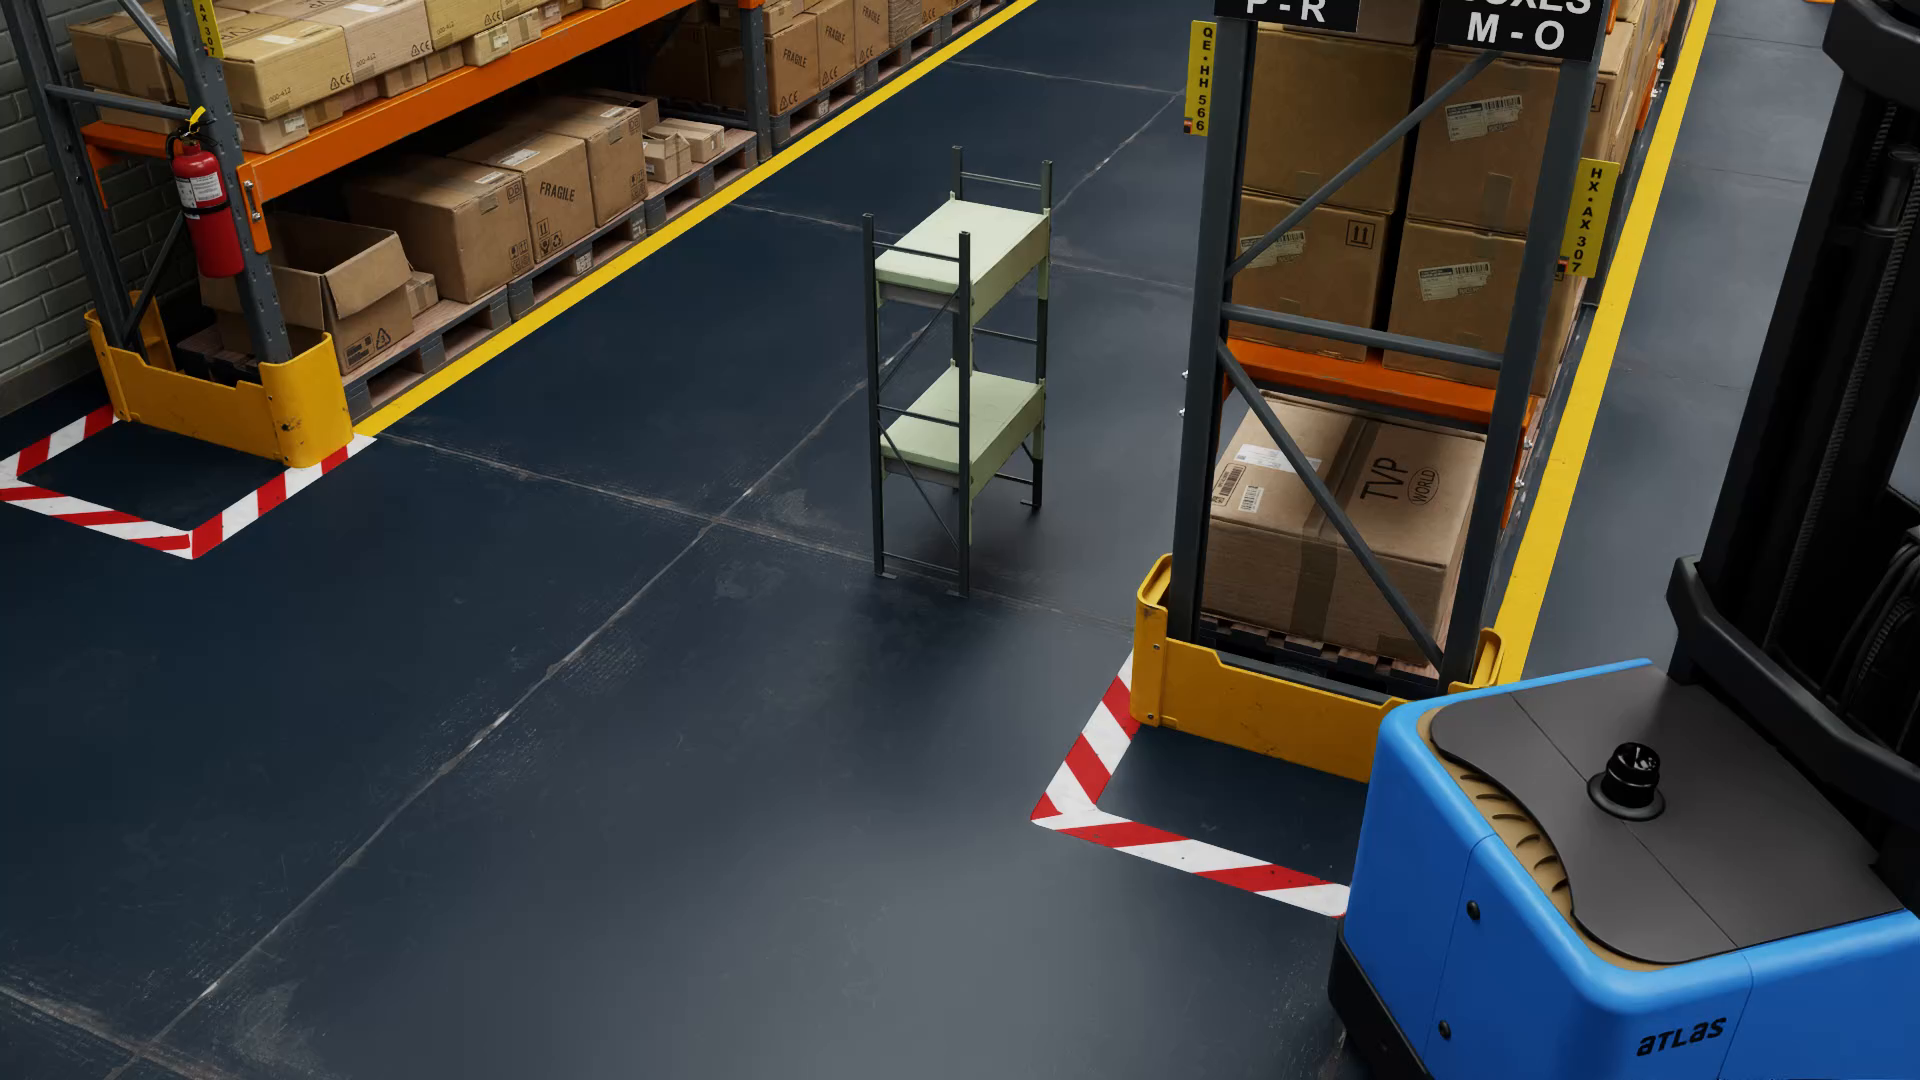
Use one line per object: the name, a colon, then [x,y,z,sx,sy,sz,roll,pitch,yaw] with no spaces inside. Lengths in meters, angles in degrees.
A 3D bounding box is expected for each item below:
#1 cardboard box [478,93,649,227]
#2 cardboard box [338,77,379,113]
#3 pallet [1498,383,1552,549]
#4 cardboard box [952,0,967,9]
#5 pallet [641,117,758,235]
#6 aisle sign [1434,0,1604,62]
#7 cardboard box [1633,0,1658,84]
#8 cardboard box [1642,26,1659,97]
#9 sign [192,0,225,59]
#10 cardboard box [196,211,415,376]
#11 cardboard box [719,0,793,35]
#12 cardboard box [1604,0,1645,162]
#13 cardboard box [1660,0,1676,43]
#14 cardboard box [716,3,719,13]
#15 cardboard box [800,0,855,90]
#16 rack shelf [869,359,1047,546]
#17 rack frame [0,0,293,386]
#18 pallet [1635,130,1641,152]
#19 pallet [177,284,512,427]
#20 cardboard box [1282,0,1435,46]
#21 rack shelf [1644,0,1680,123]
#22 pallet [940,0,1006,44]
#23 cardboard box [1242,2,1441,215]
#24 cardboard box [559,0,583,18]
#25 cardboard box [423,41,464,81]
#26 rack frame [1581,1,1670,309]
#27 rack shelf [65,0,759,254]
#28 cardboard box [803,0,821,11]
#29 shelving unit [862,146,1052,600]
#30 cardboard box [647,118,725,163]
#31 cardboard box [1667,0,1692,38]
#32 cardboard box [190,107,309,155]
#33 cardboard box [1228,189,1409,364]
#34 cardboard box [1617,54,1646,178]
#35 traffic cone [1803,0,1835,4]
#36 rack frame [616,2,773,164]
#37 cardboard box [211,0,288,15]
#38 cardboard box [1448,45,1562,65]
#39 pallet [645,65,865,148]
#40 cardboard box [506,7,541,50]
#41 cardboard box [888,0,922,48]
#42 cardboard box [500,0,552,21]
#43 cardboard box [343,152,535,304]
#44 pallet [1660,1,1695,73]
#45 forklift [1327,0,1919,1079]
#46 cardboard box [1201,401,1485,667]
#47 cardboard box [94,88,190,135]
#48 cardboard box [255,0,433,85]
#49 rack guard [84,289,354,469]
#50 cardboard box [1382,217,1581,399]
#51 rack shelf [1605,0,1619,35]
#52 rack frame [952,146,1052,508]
cardboard box: [-2.156,-2.082,9.086,0.700,0.500,0.500,13,35,19]
cardboard box: [-2.796,-2.006,7.303,0.380,0.149,0.250,14,36,20]
pallet: [1.960,-0.453,7.249,1.003,0.211,1.213,14,36,20]
cardboard box: [-0.179,-4.342,12.534,0.500,0.500,0.500,14,36,20]
pallet: [-1.940,-2.219,9.941,1.003,0.211,1.213,14,36,20]
aisle sign: [1.418,-1.582,4.057,0.394,0.787,0.004,14,36,20]
cardboard box: [2.270,-1.997,6.057,0.500,0.500,0.500,14,36,21]
cardboard box: [2.686,-2.085,7.102,0.500,0.500,0.500,13,36,19]
sign: [-2.833,-1.972,6.233,0.100,0.325,0.005,14,36,20]
cardboard box: [-2.984,-1.149,7.661,0.797,0.503,0.637,13,35,19]
cardboard box: [-1.260,-3.246,10.270,0.380,0.149,0.250,16,36,23]
cardboard box: [1.854,-1.490,5.284,0.500,0.500,0.500,13,35,19]
cardboard box: [3.282,-2.686,8.247,0.500,0.250,0.500,13,36,19]
cardboard box: [-1.655,-3.510,10.673,0.380,0.149,0.250,14,36,21]
cardboard box: [-1.031,-3.314,10.965,0.500,0.500,0.500,14,36,20]
rack shelf: [0.003,-0.358,6.523,0.431,0.370,0.720,14,36,20]
rack frame: [-3.326,-1.735,6.660,1.000,3.000,0.127,14,36,20]
pallet: [3.621,-2.435,10.271,1.003,0.211,1.213,14,36,20]
pallet: [-2.961,-1.003,8.088,1.003,0.211,1.213,14,36,20]
cardboard box: [1.153,-1.554,4.789,0.380,0.149,0.250,15,36,21]
rack shelf: [3.695,-3.285,9.681,1.077,0.370,4.000,14,36,20]
pallet: [-0.325,-4.190,12.947,1.003,0.211,1.213,14,36,20]
cardboard box: [1.170,-1.352,5.074,0.500,0.500,0.500,15,36,22]
cardboard box: [-2.157,-2.774,8.475,0.380,0.149,0.250,15,36,21]
cardboard box: [-2.529,-2.252,7.678,0.380,0.149,0.250,15,36,21]
rack frame: [2.858,-2.590,7.964,1.000,3.000,0.127,14,36,20]
rack shelf: [-2.489,-2.430,8.376,1.077,0.370,4.000,14,36,20]
cardboard box: [-1.118,-3.532,10.706,0.380,0.149,0.250,12,35,18]
shelving unit: [0.003,-0.631,6.344,0.431,1.500,0.755,14,36,20]
cardboard box: [-1.618,-2.365,9.839,0.380,0.149,0.250,13,35,19]
cardboard box: [4.777,-3.938,12.033,0.950,0.372,0.625,12,35,17]
cardboard box: [-2.939,-1.730,6.882,0.380,0.149,0.250,14,36,20]
cardboard box: [1.146,-0.940,5.358,0.500,0.500,0.500,14,36,21]
cardboard box: [2.256,-1.574,6.323,0.500,0.500,0.500,15,36,22]
traffic cone: [6.958,-4.575,13.305,0.336,0.463,0.334,14,36,20]
rack frame: [-1.652,-3.727,9.698,1.000,3.000,0.127,14,36,20]
cardboard box: [-3.157,-2.343,7.453,0.500,0.250,0.500,14,36,21]
cardboard box: [1.584,-1.442,4.619,0.380,0.149,0.250,15,36,21]
pallet: [-1.346,-2.974,11.094,1.003,0.211,1.213,14,36,20]
cardboard box: [-2.263,-2.496,8.051,0.380,0.149,0.250,15,36,22]
cardboard box: [-0.596,-3.818,11.734,0.500,0.500,0.500,13,35,19]
cardboard box: [-2.277,-2.724,8.035,0.500,0.250,0.500,13,36,19]
cardboard box: [-2.591,-1.565,8.297,0.700,0.500,0.500,16,36,22]
pallet: [4.860,-3.805,12.360,1.003,0.211,1.213,14,36,20]
forklift: [2.608,0.121,3.892,3.031,2.935,1.130,-9,34,-13]
cardboard box: [1.370,-0.053,6.050,0.875,0.438,0.875,13,35,19]
cardboard box: [-3.431,-1.856,7.074,0.380,0.149,0.250,14,36,20]
cardboard box: [-2.680,-2.212,7.253,0.500,0.250,0.500,15,36,21]
rack guard: [-3.294,-0.727,7.403,1.175,0.500,0.348,14,36,20]
cardboard box: [1.646,-0.813,5.163,0.500,0.500,0.500,14,36,20]
rack shelf: [2.021,-2.547,5.820,1.077,0.370,4.000,14,36,20]
rack frame: [0.156,-0.813,6.622,0.400,1.500,0.023,14,36,20]
